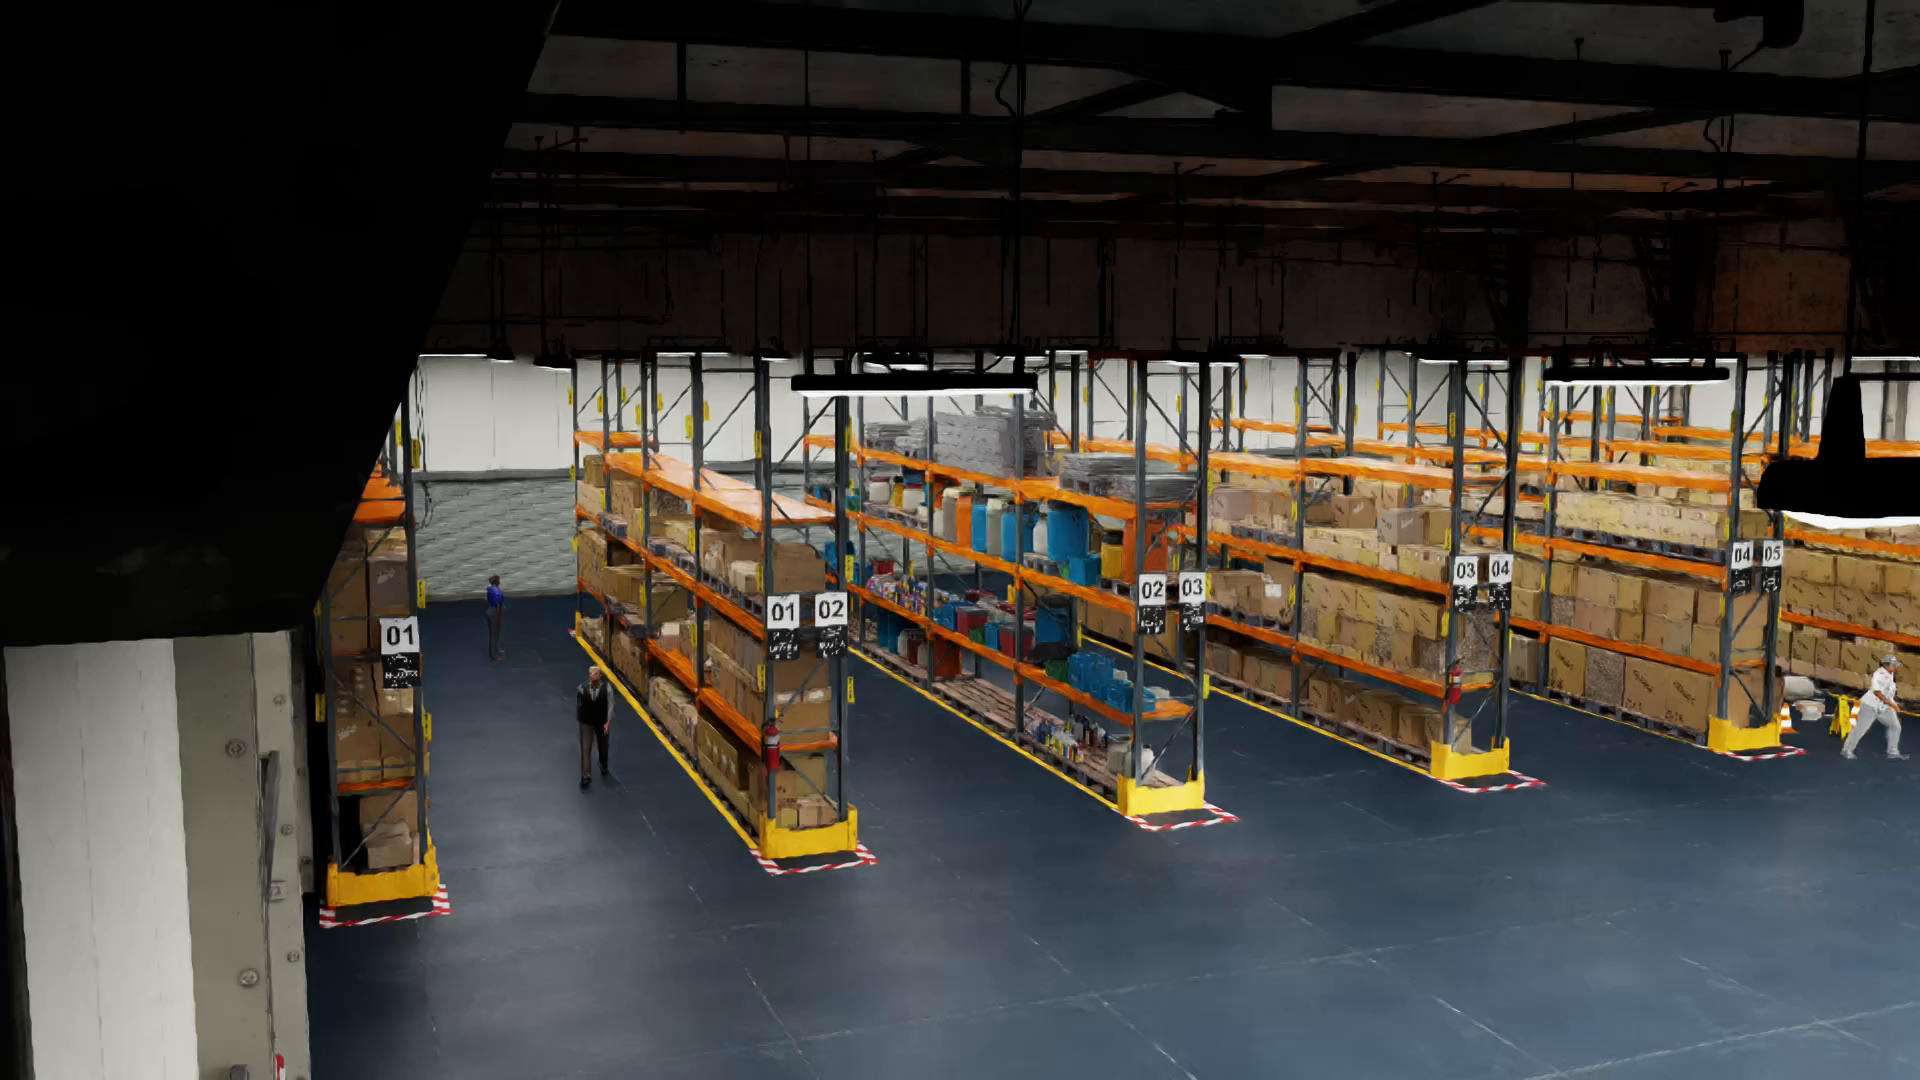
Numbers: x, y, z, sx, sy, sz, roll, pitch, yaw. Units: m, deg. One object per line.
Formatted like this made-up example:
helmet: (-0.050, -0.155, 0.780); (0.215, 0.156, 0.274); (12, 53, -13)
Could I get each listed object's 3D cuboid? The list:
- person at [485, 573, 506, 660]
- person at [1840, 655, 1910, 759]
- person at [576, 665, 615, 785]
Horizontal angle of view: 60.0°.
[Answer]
person: (-9.017, 1.503, 32.376); (0.444, 1.610, 0.550); (-5, 9, -37)
person: (13.617, 2.468, 24.698); (0.656, 1.598, 0.796); (-6, 9, -40)
person: (-5.137, 2.585, 23.487); (0.538, 1.661, 1.033); (-1, 7, -11)
